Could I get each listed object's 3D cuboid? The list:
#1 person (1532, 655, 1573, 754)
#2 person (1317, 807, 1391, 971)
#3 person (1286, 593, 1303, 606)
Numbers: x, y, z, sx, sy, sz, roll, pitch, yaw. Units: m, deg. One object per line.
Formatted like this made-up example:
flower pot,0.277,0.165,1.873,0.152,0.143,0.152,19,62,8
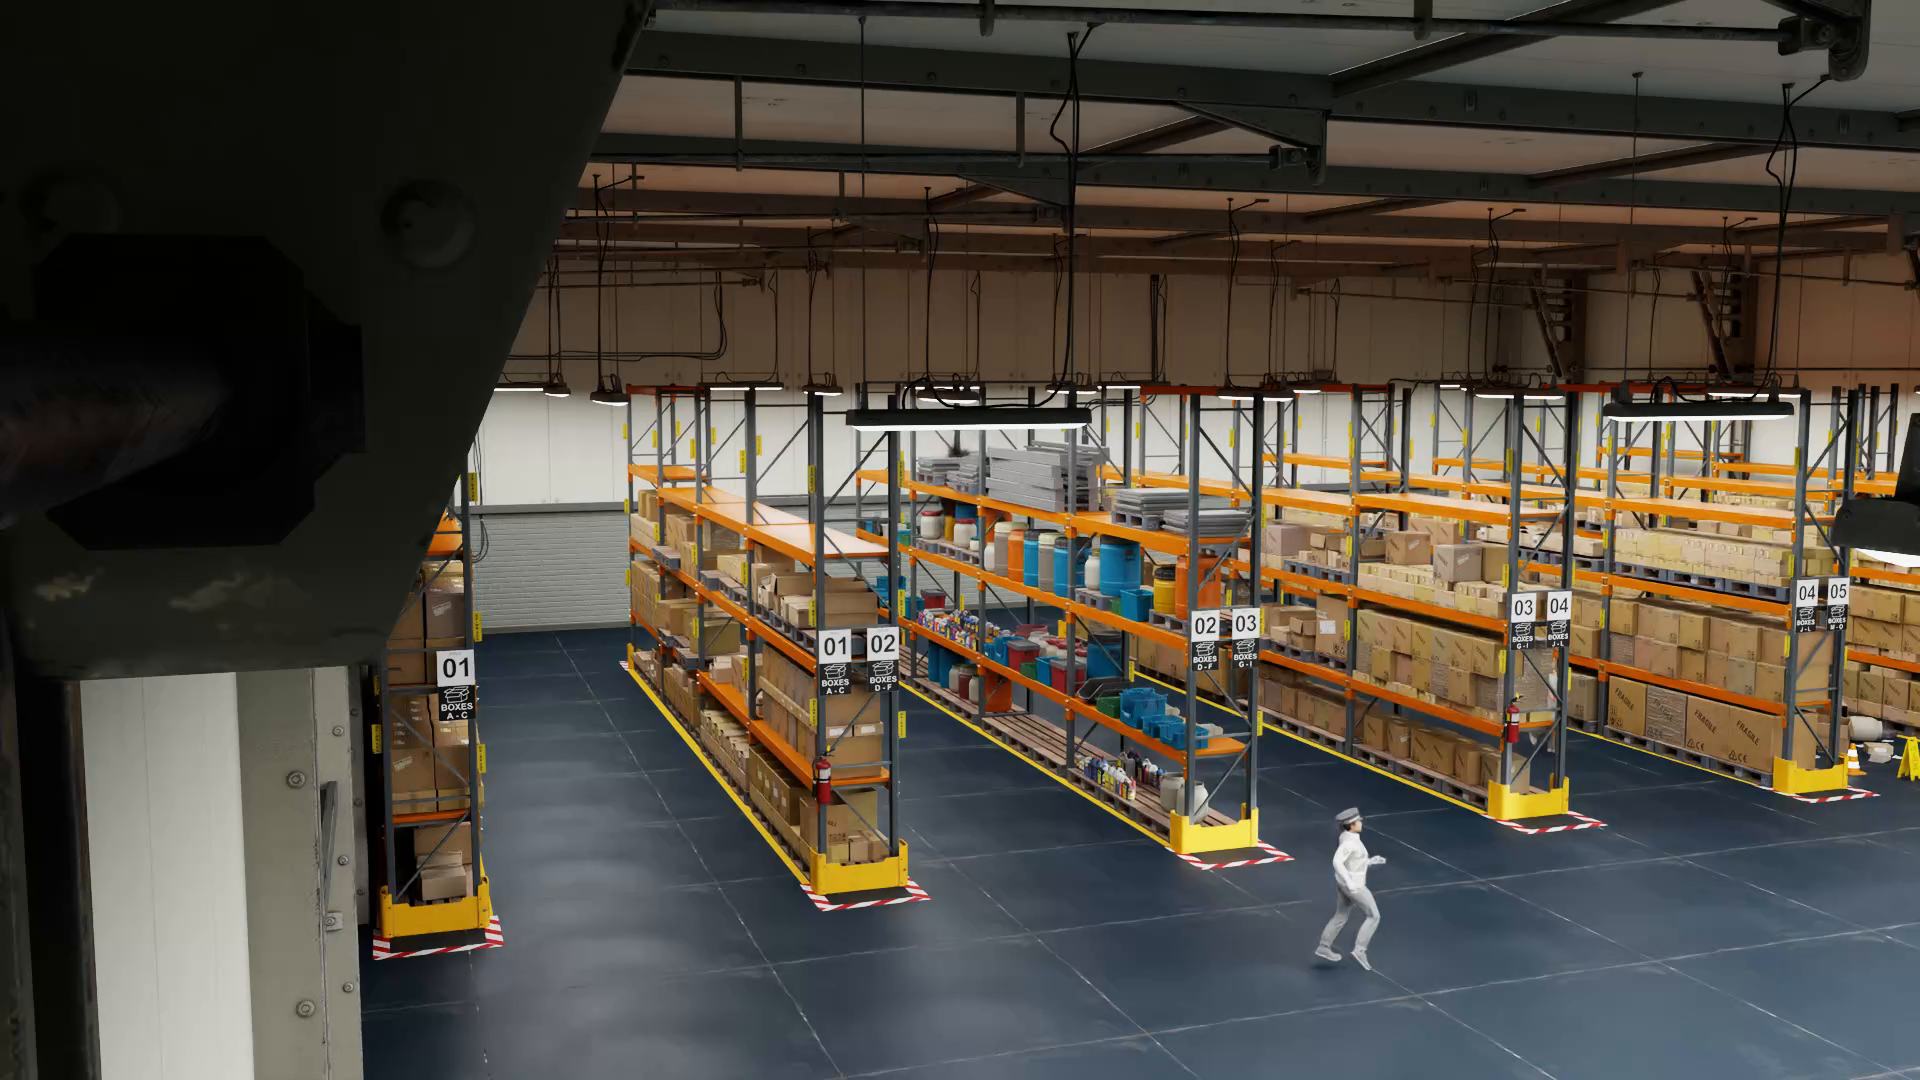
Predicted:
person,9.750,2.699,27.374,0.561,1.618,0.580,-3,7,-30
person,4.177,3.681,17.573,0.747,1.754,0.578,0,6,-2
person,8.420,1.212,41.691,0.510,1.672,0.575,-2,6,-14
